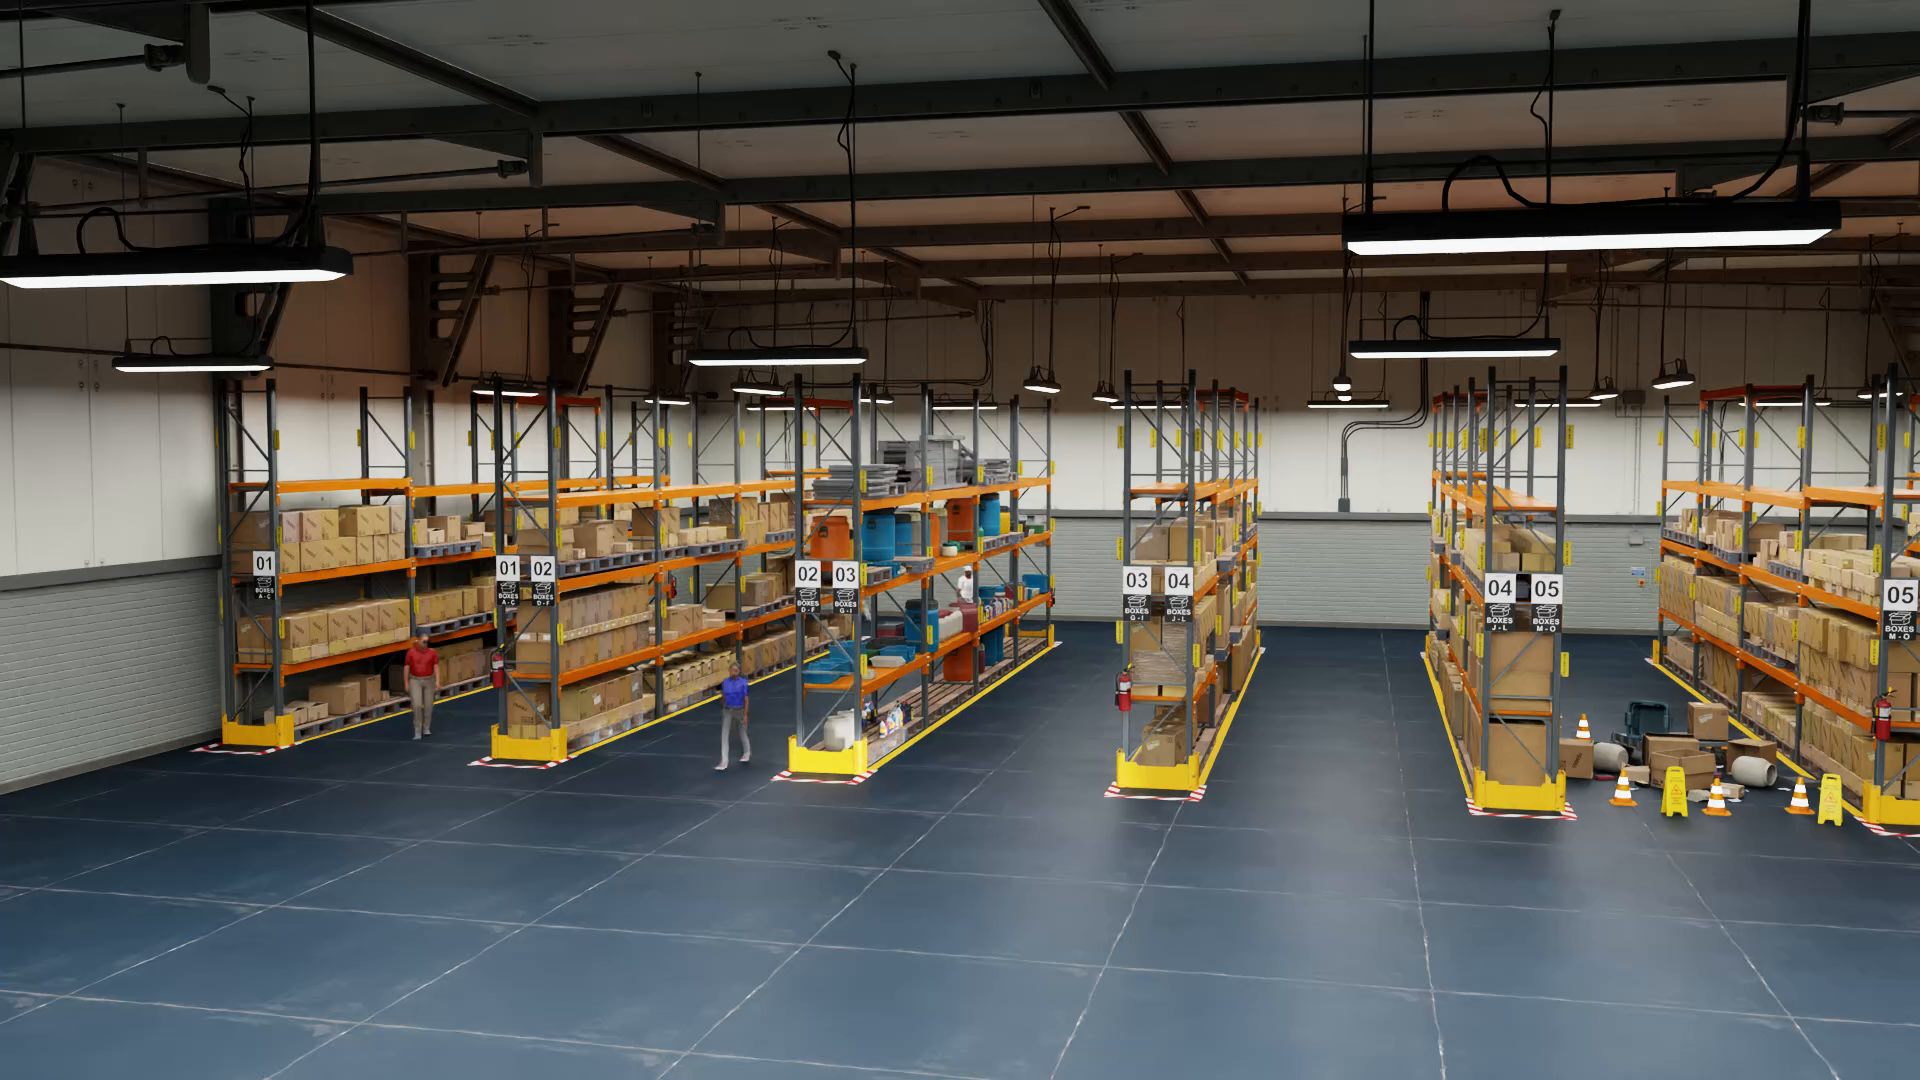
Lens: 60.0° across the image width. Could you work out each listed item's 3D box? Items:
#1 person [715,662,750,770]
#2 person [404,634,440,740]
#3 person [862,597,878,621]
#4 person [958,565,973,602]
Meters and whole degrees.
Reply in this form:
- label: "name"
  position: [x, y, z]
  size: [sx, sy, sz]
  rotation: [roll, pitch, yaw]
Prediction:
- label: "person"
  position: [-3.465, 2.667, 25.464]
  size: [0.474, 1.601, 0.833]
  rotation: [0, 3, 2]
- label: "person"
  position: [-9.051, 2.484, 28.066]
  size: [0.562, 1.788, 0.605]
  rotation: [-2, 4, -32]
- label: "person"
  position: [-2.792, 1.364, 45.950]
  size: [1.187, 1.702, 0.521]
  rotation: [1, 4, 18]
- label: "person"
  position: [0.179, 1.518, 43.549]
  size: [0.562, 1.738, 0.885]
  rotation: [-3, 4, -39]
